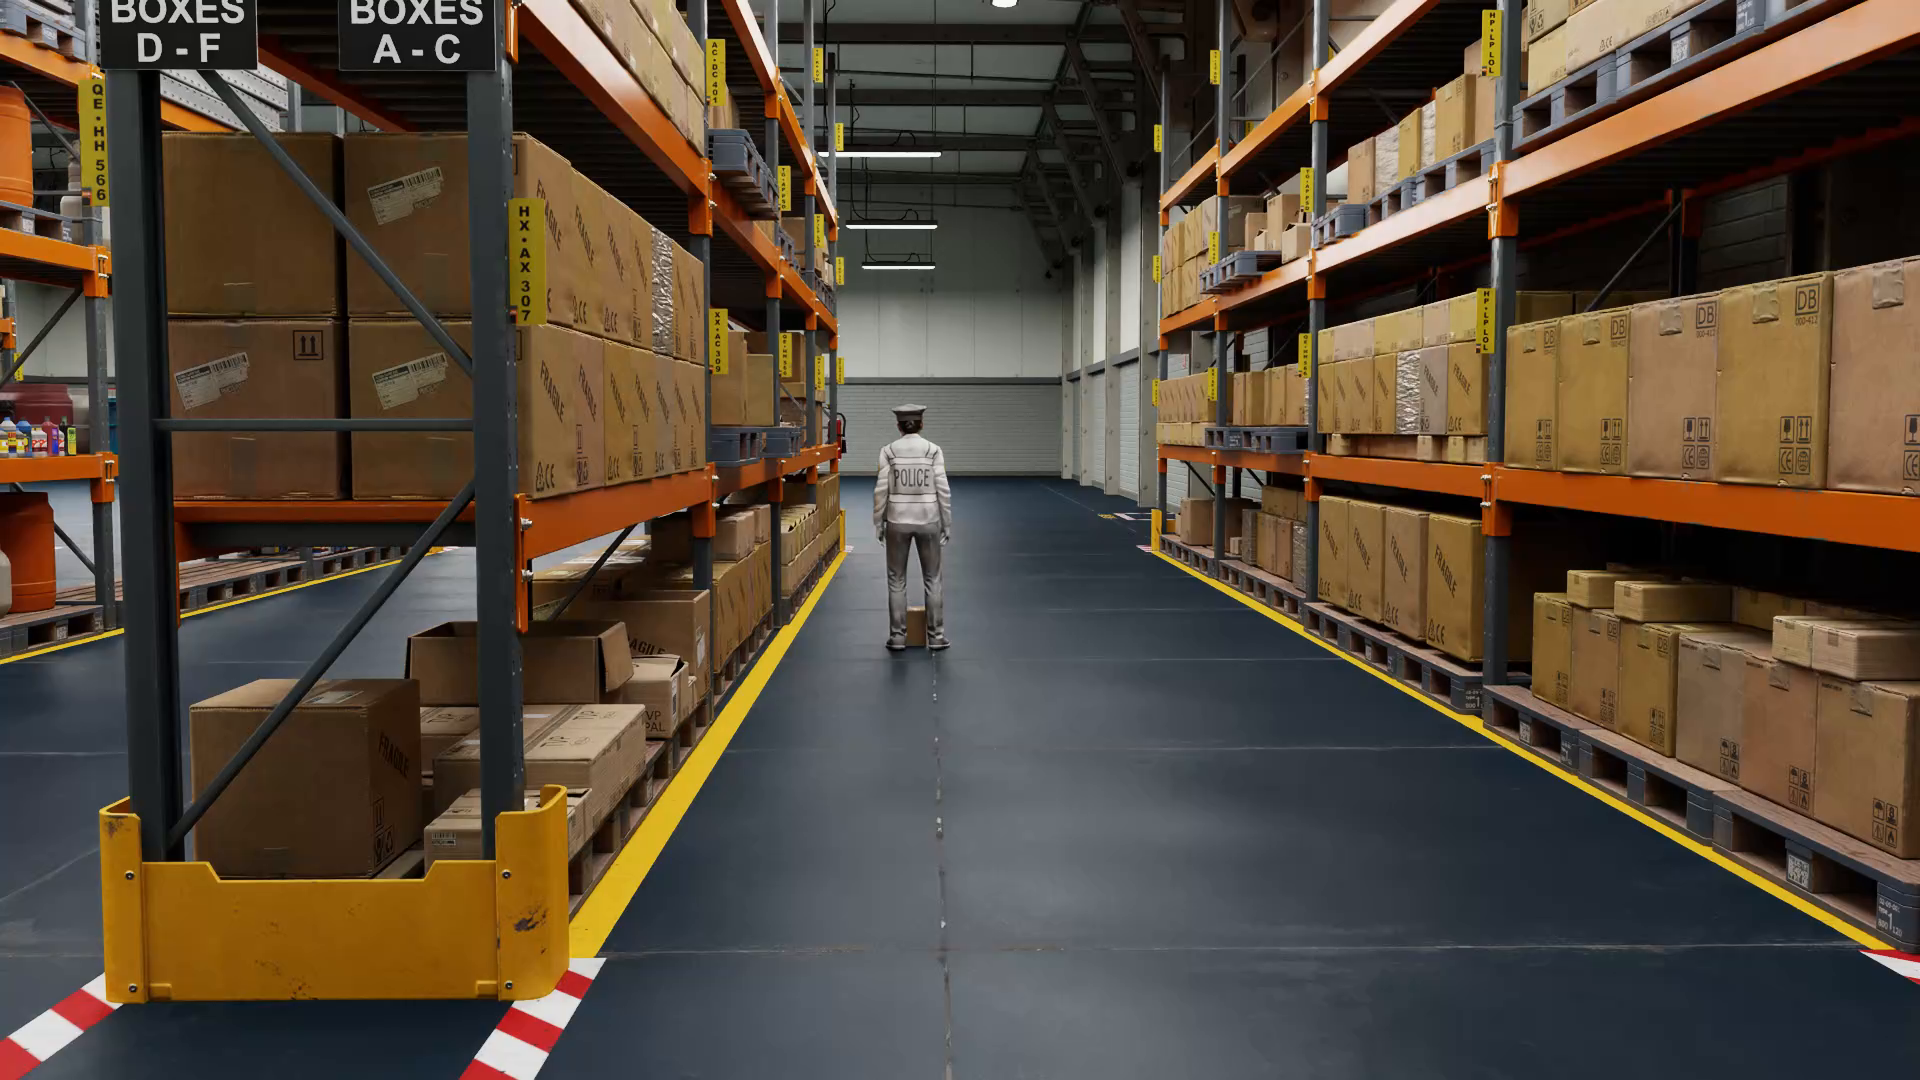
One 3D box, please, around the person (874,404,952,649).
[{"bbox_3d":[-0.321,-0.087,11.273,0.527,1.662,0.376,0,4,-1],"label":"person"}]
